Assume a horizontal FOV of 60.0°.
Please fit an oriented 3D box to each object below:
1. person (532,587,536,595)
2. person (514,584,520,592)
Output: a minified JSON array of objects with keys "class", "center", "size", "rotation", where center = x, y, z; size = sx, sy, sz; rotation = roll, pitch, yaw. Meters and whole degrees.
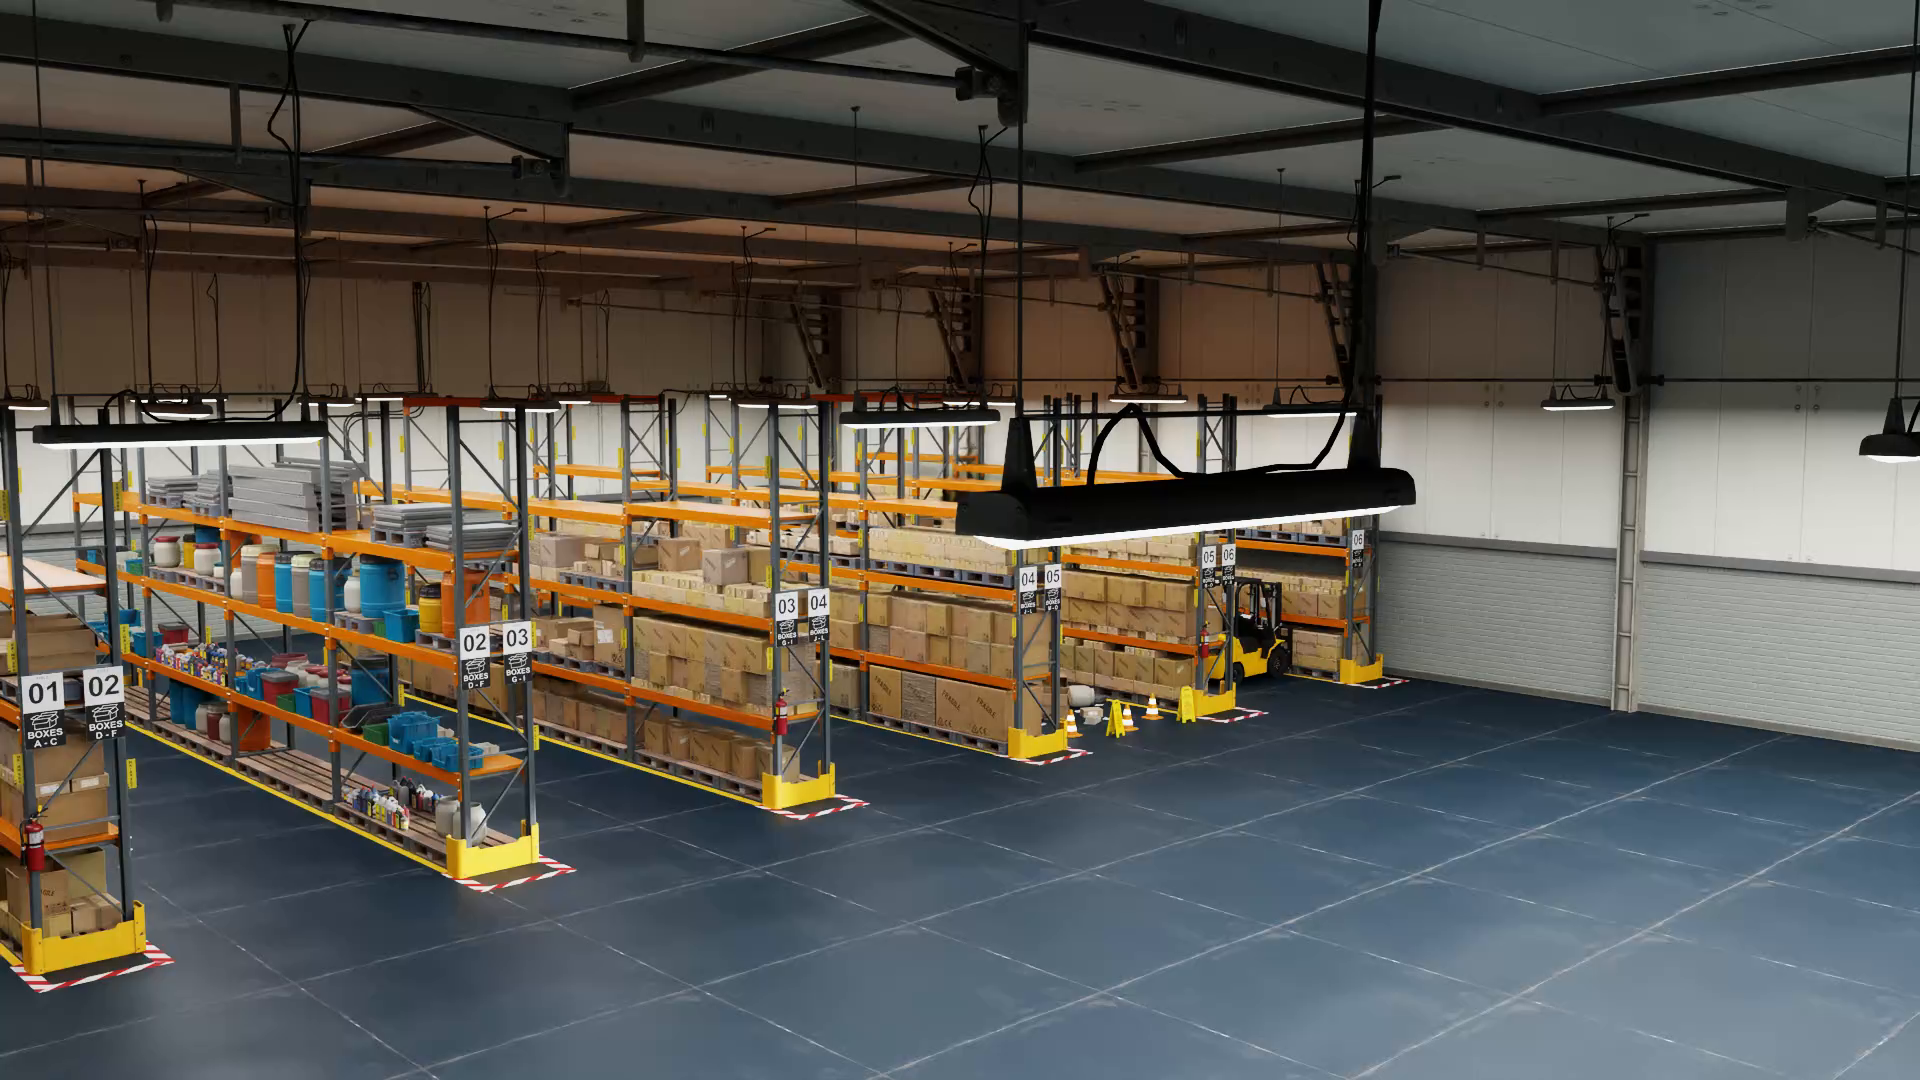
[{"class":"person","center":[-10.667,1.574,40.695],"size":[0.596,1.691,0.890],"rotation":[4,7,36]},{"class":"person","center":[-10.862,1.563,40.245],"size":[0.938,1.727,0.681],"rotation":[-4,7,-36]}]
